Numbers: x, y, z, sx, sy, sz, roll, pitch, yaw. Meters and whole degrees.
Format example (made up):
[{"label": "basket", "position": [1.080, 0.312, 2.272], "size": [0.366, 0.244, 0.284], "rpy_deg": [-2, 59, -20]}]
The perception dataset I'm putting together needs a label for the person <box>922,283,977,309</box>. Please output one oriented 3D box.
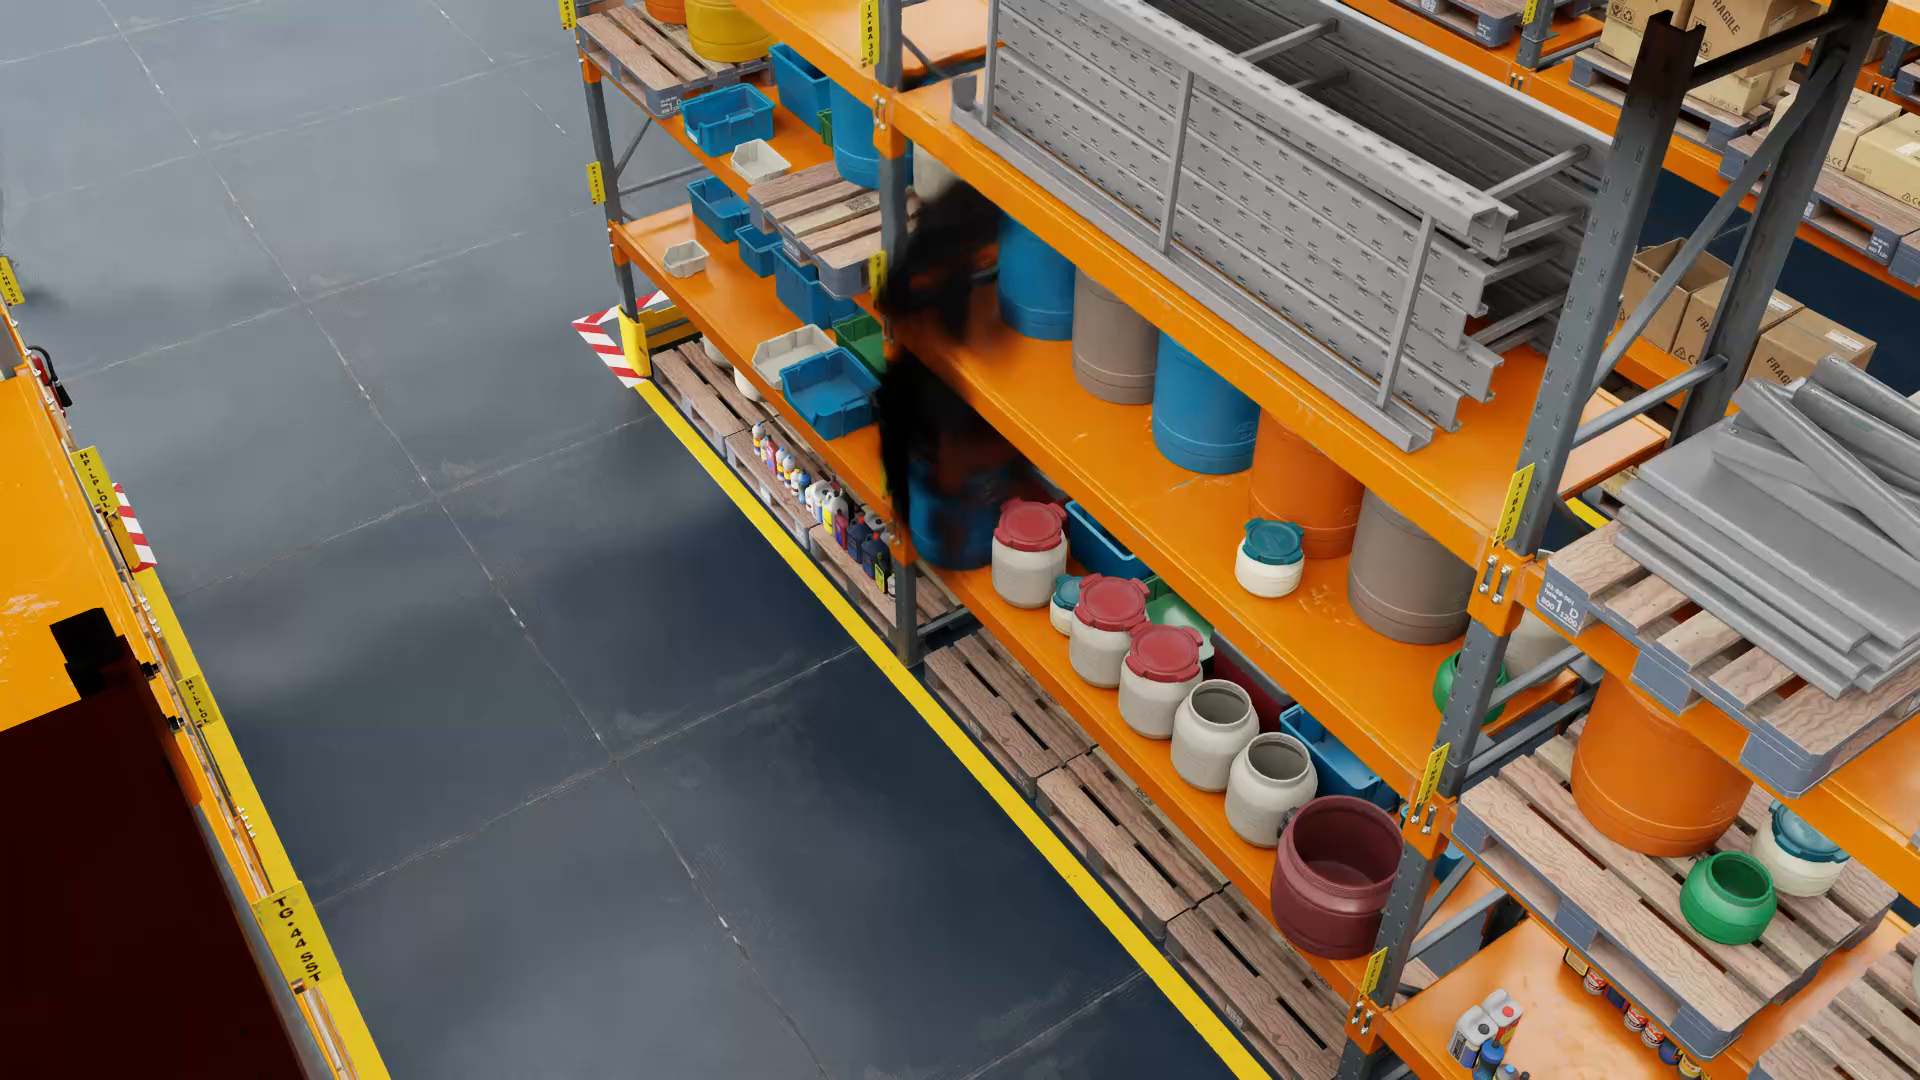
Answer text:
[{"label": "person", "position": [-0.132, -2.443, 12.724], "size": [0.637, 1.880, 0.701], "rpy_deg": [-32, 51, -30]}]
